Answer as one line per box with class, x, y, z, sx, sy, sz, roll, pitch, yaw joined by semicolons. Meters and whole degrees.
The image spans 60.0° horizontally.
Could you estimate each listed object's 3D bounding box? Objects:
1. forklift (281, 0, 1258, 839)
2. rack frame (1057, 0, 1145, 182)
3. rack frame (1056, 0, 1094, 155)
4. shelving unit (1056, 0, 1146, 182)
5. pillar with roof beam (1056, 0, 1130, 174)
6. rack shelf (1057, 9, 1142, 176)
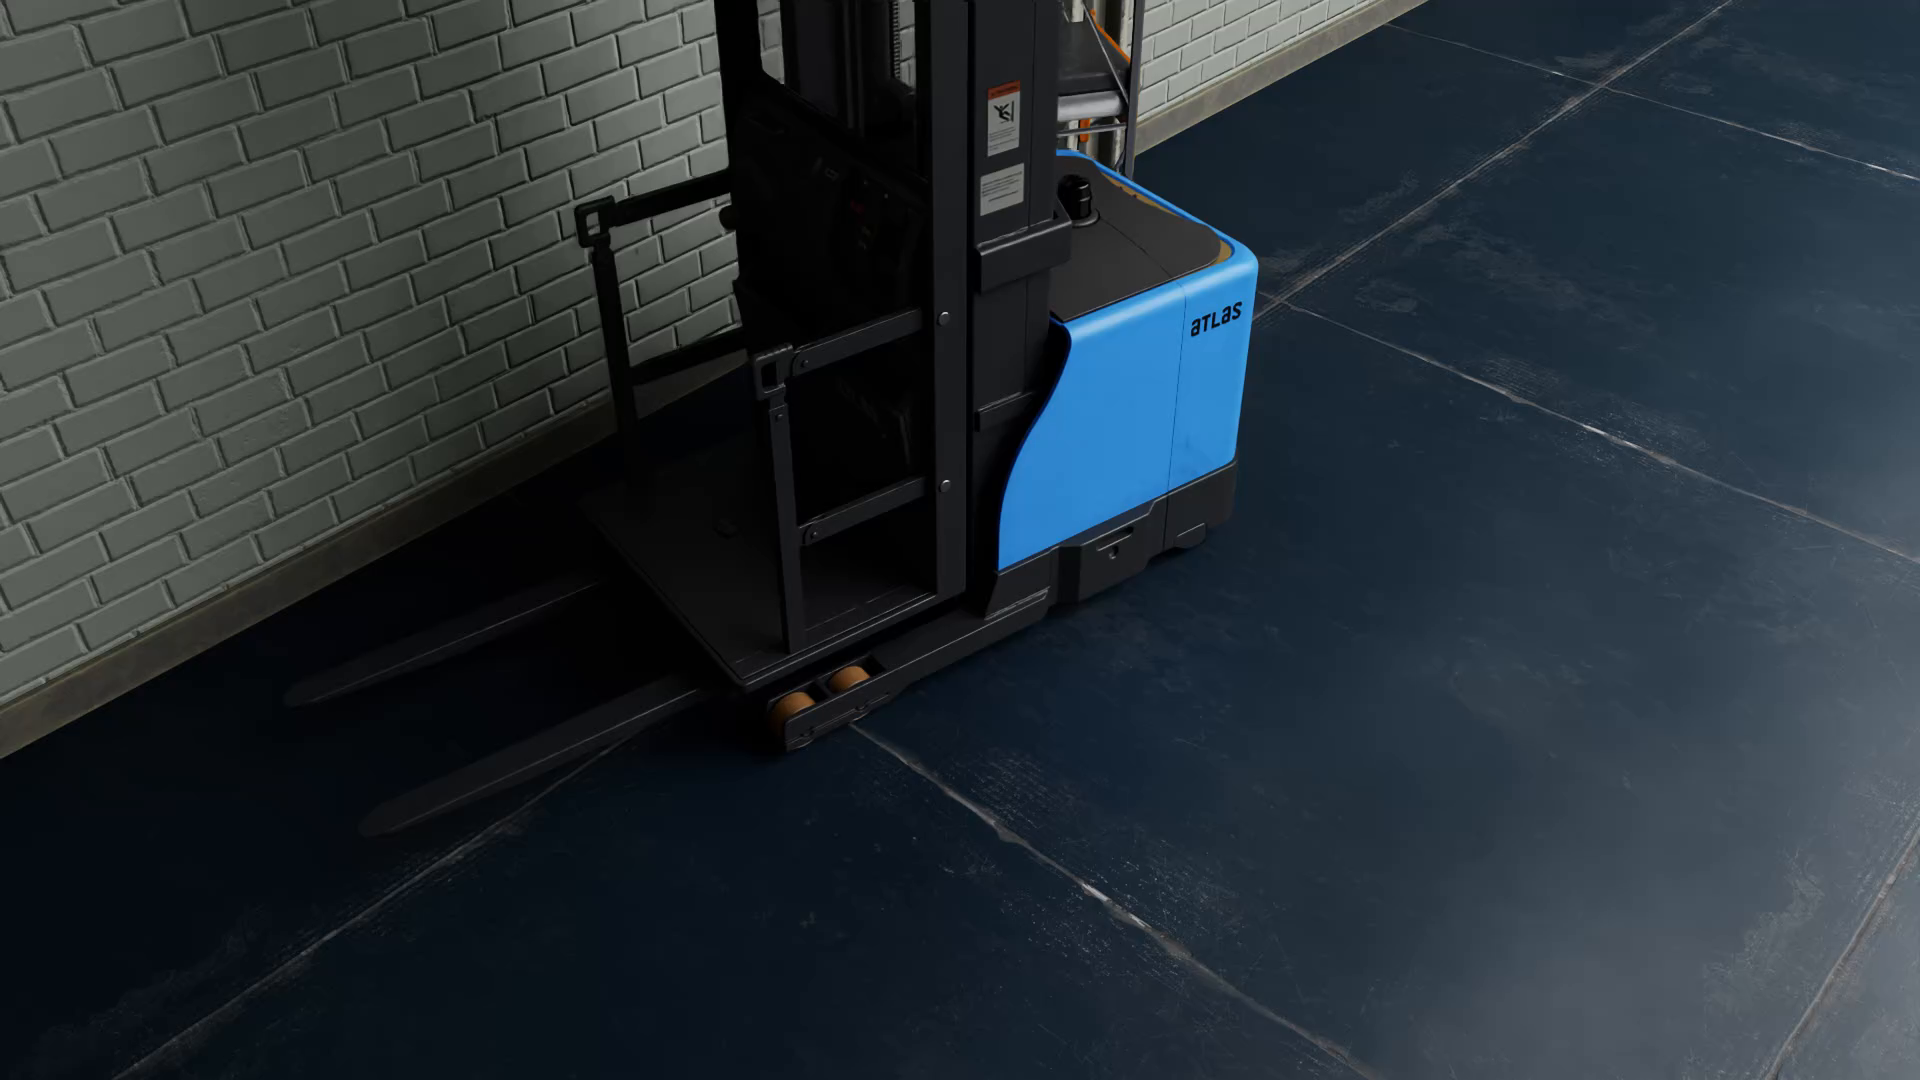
forklift;-0.549;-0.901;4.529;3.031;2.935;1.130;-24;44;-27
rack frame;0.433;-1.440;5.874;0.400;2.100;0.015;-10;40;-12
rack frame;0.298;-1.732;6.241;0.400;2.100;0.015;-10;40;-12
shelving unit;0.366;-1.586;6.058;0.431;2.100;0.503;-10;40;-12
pillar with roof beam;3.658;-3.222;2.571;9.100;9.000;0.400;30;47;32
rack shelf;0.366;-1.575;6.066;0.431;0.518;0.480;-10;40;-12
